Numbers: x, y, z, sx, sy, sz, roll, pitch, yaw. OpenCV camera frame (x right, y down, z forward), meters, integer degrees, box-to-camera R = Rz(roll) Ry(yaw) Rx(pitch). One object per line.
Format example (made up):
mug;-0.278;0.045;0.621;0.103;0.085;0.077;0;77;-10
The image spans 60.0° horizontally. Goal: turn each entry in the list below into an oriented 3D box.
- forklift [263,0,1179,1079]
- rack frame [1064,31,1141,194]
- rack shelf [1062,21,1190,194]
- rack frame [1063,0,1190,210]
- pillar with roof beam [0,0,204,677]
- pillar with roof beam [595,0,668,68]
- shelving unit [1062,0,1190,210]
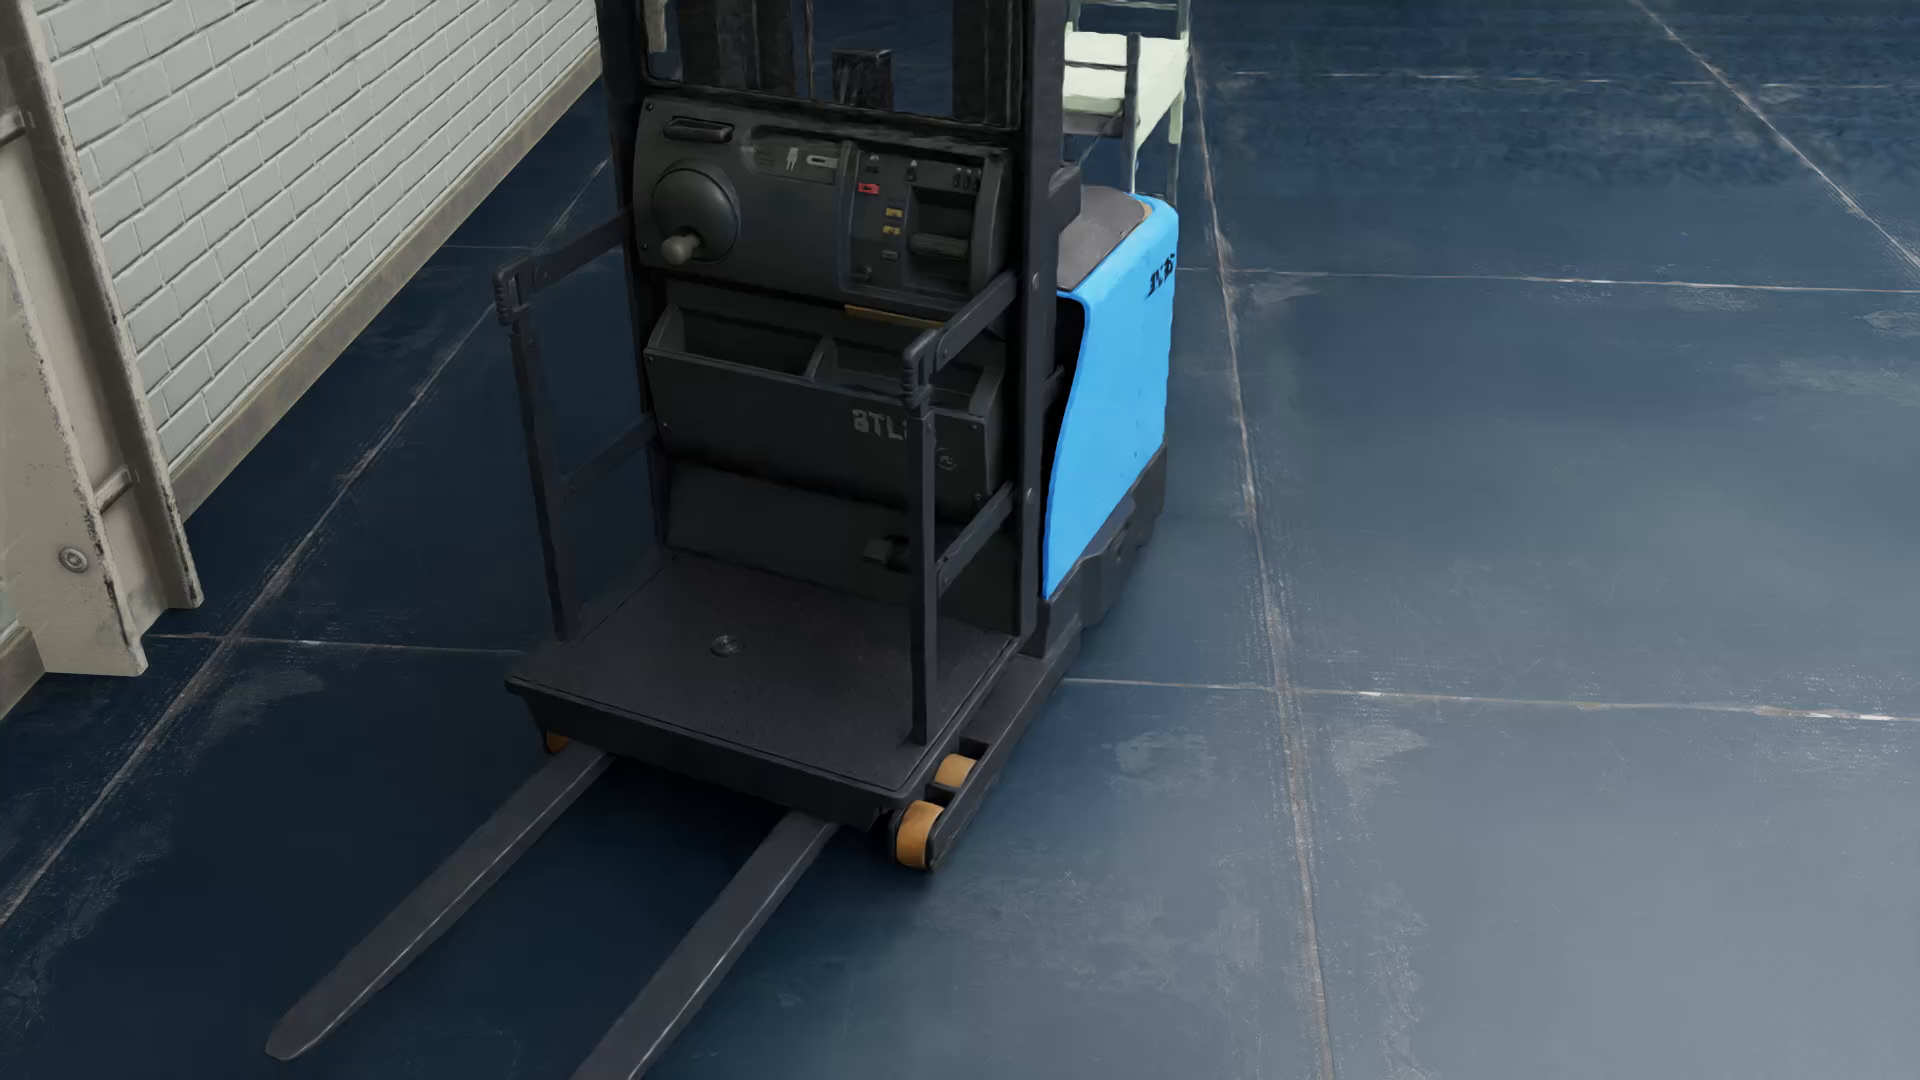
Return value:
forklift;-0.422;-0.718;3.622;1.130;2.935;3.031;13;34;21
rack frame;0.323;-0.836;5.178;0.400;1.500;0.023;10;33;15
rack shelf;0.437;-1.351;5.269;0.431;0.370;0.720;10;33;15
rack frame;0.551;-1.201;5.770;0.400;1.500;0.023;10;33;15
pillar with roof beam;1.866;-3.377;2.153;9.100;9.000;0.400;2;32;4
pillar with roof beam;2.355;-6.515;7.244;9.100;9.000;0.400;2;32;4
shelving unit;0.437;-1.019;5.474;0.431;1.500;0.755;10;33;15
